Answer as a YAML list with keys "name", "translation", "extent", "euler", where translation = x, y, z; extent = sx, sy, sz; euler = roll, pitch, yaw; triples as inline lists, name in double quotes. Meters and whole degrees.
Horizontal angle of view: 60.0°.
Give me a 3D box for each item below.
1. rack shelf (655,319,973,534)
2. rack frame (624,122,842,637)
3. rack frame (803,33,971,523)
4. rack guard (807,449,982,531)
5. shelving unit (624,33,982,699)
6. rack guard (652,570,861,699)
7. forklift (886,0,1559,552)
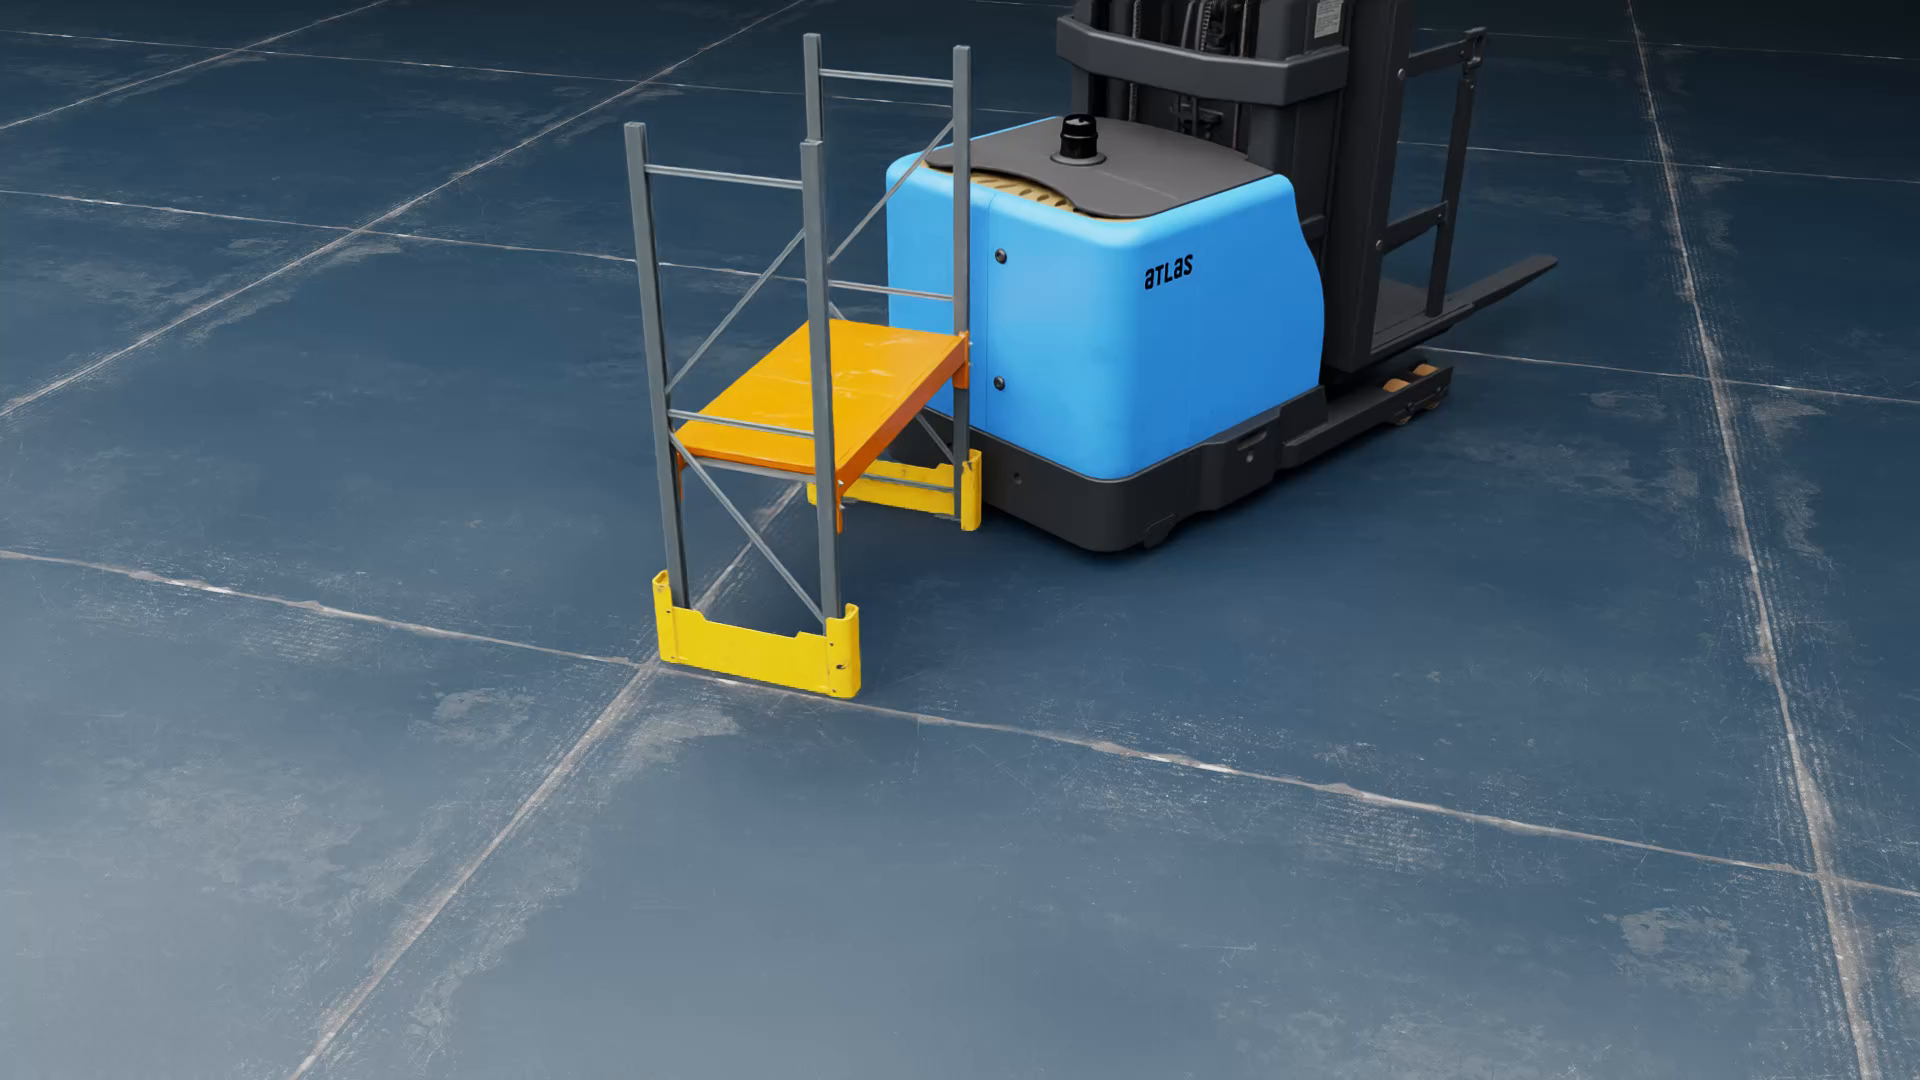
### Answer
- name: "rack shelf"
  translation: [-0.382, -0.366, 4.735]
  extent: [0.538, 0.185, 1.000]
  euler: [10, 31, 17]
- name: "rack frame"
  translation: [-0.555, -0.291, 4.230]
  extent: [0.500, 1.500, 0.032]
  euler: [10, 31, 17]
- name: "rack frame"
  translation: [-0.210, -0.756, 5.065]
  extent: [0.500, 1.500, 0.032]
  euler: [10, 31, 17]
- name: "rack guard"
  translation: [-0.216, -0.201, 5.353]
  extent: [0.587, 0.250, 0.087]
  euler: [10, 31, 17]
- name: "shelving unit"
  translation: [-0.385, -0.519, 4.640]
  extent: [0.587, 1.500, 1.083]
  euler: [10, 31, 17]
- name: "rack guard"
  translation: [-0.554, 0.255, 4.535]
  extent: [0.587, 0.250, 0.087]
  euler: [10, 31, 17]
- name: "forklift"
  translation: [1.162, -1.854, 5.568]
  extent: [3.031, 2.935, 1.130]
  euler: [-25, 38, -37]
